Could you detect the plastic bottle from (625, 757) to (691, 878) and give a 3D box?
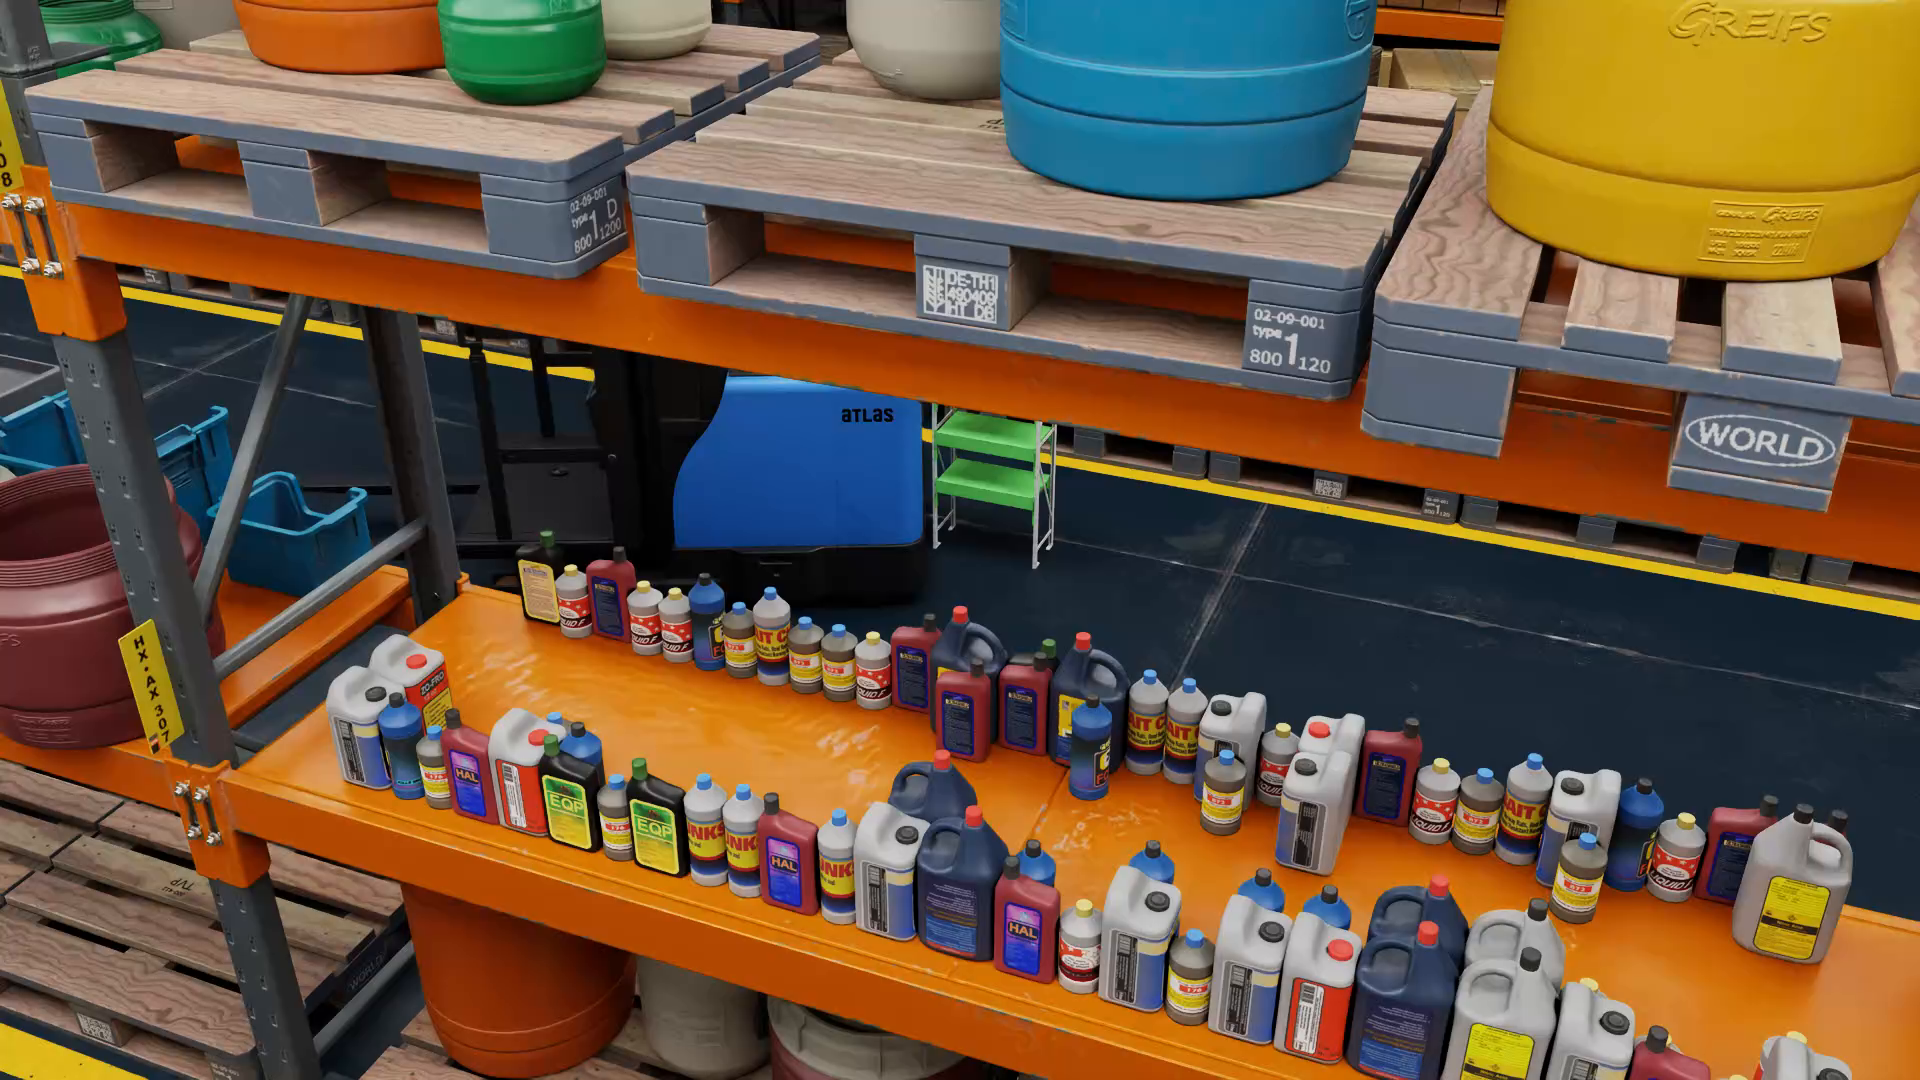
[{"bbox_3d":[-0.675,0.619,3.725,0.133,0.283,0.061,11,31,19],"label":"plastic bottle"}]

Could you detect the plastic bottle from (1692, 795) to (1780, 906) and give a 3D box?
[{"bbox_3d":[1.700,0.671,3.634,0.133,0.283,0.061,11,31,19],"label":"plastic bottle"}]

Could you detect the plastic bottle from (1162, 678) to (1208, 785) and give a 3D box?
[{"bbox_3d":[0.547,0.456,4.026,0.097,0.271,0.097,0,29,0],"label":"plastic bottle"}]

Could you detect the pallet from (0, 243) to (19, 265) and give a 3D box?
[{"bbox_3d":[-6.527,-2.235,11.489,1.213,0.211,1.003,11,31,19],"label":"pallet"}]

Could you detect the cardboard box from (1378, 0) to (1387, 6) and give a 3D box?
[{"bbox_3d":[2.963,-3.954,11.933,0.250,0.149,0.380,11,31,19],"label":"cardboard box"}]

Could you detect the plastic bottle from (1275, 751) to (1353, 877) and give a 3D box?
[{"bbox_3d":[0.802,0.600,3.767,0.135,0.276,0.152,11,31,19],"label":"plastic bottle"}]

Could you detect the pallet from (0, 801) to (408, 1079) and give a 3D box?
[{"bbox_3d":[-2.407,1.220,5.377,1.213,0.211,1.003,11,31,19],"label":"pallet"}]

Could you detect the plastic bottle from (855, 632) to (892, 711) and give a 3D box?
[{"bbox_3d":[-0.223,0.332,4.316,0.097,0.201,0.097,0,29,0],"label":"plastic bottle"}]

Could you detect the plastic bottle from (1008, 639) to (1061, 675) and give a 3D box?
[{"bbox_3d":[0.185,0.368,4.168,0.133,0.283,0.061,11,31,19],"label":"plastic bottle"}]

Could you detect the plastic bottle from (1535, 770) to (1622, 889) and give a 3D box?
[{"bbox_3d":[1.378,0.634,3.706,0.135,0.276,0.152,11,31,19],"label":"plastic bottle"}]

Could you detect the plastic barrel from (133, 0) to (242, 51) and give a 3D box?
[{"bbox_3d":[-1.876,-1.385,3.989,0.421,0.512,0.421,0,29,0],"label":"plastic barrel"}]

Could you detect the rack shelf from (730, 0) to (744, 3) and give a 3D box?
[{"bbox_3d":[0.168,-4.407,13.230,4.000,0.370,1.077,11,31,19],"label":"rack shelf"}]

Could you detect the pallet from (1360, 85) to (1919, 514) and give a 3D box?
[{"bbox_3d":[1.240,-0.417,2.583,1.003,0.211,1.213,11,31,19],"label":"pallet"}]

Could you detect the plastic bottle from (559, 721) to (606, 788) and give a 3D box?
[{"bbox_3d":[-0.876,0.542,3.873,0.097,0.271,0.097,0,29,0],"label":"plastic bottle"}]

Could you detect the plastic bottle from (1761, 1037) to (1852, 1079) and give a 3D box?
[{"bbox_3d":[1.516,1.035,2.996,0.135,0.276,0.152,11,31,19],"label":"plastic bottle"}]

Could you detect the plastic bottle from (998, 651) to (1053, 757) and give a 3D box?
[{"bbox_3d":[0.163,0.396,4.119,0.133,0.283,0.061,11,31,19],"label":"plastic bottle"}]

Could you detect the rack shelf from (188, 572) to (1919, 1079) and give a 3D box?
[{"bbox_3d":[0.149,0.850,3.929,4.000,0.370,1.077,11,31,19],"label":"rack shelf"}]

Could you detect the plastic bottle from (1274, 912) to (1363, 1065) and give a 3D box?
[{"bbox_3d":[0.710,0.875,3.280,0.135,0.276,0.152,11,31,19],"label":"plastic bottle"}]

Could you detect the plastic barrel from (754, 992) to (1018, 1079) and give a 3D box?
[{"bbox_3d":[-0.198,1.326,4.380,0.708,0.588,0.600,11,31,19],"label":"plastic barrel"}]

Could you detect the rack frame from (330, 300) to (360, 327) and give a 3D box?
[{"bbox_3d":[-3.545,-2.831,9.710,0.127,3.000,1.000,11,31,19],"label":"rack frame"}]

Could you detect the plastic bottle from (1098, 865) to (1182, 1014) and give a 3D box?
[{"bbox_3d":[0.371,0.807,3.400,0.135,0.276,0.152,11,31,19],"label":"plastic bottle"}]

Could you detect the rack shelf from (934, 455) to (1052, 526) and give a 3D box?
[{"bbox_3d":[0.153,-0.227,7.550,0.480,0.148,0.258,11,31,19],"label":"rack shelf"}]

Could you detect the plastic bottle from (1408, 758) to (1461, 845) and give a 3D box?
[{"bbox_3d":[1.100,0.596,3.848,0.097,0.201,0.097,0,29,0],"label":"plastic bottle"}]

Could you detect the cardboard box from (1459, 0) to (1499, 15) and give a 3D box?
[{"bbox_3d":[3.664,-3.804,11.667,0.250,0.149,0.380,11,31,19],"label":"cardboard box"}]

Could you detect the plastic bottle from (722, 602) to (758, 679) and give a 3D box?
[{"bbox_3d":[-0.584,0.260,4.443,0.097,0.201,0.097,0,29,0],"label":"plastic bottle"}]

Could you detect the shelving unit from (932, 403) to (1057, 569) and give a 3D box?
[{"bbox_3d":[0.153,-0.492,7.401,0.503,1.200,0.258,11,31,19],"label":"shelving unit"}]

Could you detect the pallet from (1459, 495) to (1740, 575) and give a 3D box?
[{"bbox_3d":[3.101,-0.270,8.013,1.213,0.211,1.003,11,31,19],"label":"pallet"}]

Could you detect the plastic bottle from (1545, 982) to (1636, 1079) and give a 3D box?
[{"bbox_3d":[1.177,0.968,3.115,0.135,0.276,0.152,11,31,19],"label":"plastic bottle"}]

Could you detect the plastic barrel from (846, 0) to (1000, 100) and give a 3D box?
[{"bbox_3d":[-0.004,-1.122,3.073,0.433,0.535,0.433,0,29,0],"label":"plastic barrel"}]

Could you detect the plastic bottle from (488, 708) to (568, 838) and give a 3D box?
[{"bbox_3d":[-0.996,0.534,3.883,0.135,0.276,0.152,11,31,19],"label":"plastic bottle"}]

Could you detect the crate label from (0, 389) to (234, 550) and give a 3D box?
[{"bbox_3d":[-2.523,-0.156,4.941,0.616,0.435,0.502,11,31,19],"label":"crate label"}]

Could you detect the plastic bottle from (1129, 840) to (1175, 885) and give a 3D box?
[{"bbox_3d":[0.400,0.748,3.508,0.097,0.271,0.097,0,29,0],"label":"plastic bottle"}]

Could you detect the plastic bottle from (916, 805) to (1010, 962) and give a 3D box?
[{"bbox_3d":[0.007,0.704,3.507,0.185,0.351,0.144,11,31,19],"label":"plastic bottle"}]

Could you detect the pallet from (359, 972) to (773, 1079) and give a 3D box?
[{"bbox_3d":[-0.958,1.508,4.868,1.213,0.211,1.003,11,31,19],"label":"pallet"}]

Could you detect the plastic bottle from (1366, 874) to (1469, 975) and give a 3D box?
[{"bbox_3d":[0.911,0.808,3.323,0.185,0.351,0.144,11,31,19],"label":"plastic bottle"}]

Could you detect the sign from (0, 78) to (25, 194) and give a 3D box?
[{"bbox_3d":[-1.904,-0.841,3.248,0.005,0.325,0.100,11,31,19],"label":"sign"}]

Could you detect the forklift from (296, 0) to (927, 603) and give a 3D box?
[{"bbox_3d":[-1.674,-1.218,6.926,3.031,2.935,1.130,-1,29,-1],"label":"forklift"}]

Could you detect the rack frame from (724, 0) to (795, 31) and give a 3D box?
[{"bbox_3d":[-1.685,-5.090,13.707,0.127,3.000,1.000,11,31,19],"label":"rack frame"}]

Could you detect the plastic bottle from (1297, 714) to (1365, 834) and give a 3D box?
[{"bbox_3d":[0.859,0.530,3.889,0.135,0.276,0.152,11,31,19],"label":"plastic bottle"}]

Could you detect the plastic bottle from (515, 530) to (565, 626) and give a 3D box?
[{"bbox_3d":[-1.169,0.098,4.647,0.133,0.283,0.061,11,31,19],"label":"plastic bottle"}]

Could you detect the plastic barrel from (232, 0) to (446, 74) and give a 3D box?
[{"bbox_3d":[-1.179,-1.402,3.271,0.708,0.830,0.600,11,31,19],"label":"plastic barrel"}]

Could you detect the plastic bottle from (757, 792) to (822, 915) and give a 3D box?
[{"bbox_3d":[-0.371,0.680,3.618,0.133,0.283,0.061,11,31,19],"label":"plastic bottle"}]

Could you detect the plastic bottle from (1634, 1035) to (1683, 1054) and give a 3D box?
[{"bbox_3d":[1.298,1.007,3.123,0.097,0.201,0.097,0,29,0],"label":"plastic bottle"}]

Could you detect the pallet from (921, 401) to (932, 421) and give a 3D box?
[{"bbox_3d":[-0.586,-1.047,9.388,1.213,0.211,1.003,11,31,19],"label":"pallet"}]

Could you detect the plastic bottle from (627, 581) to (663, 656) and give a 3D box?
[{"bbox_3d":[-0.855,0.206,4.539,0.097,0.201,0.097,0,29,0],"label":"plastic bottle"}]

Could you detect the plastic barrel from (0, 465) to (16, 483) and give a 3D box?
[{"bbox_3d":[-2.737,0.025,4.543,0.421,0.512,0.421,0,29,0],"label":"plastic barrel"}]

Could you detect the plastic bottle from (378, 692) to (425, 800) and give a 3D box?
[{"bbox_3d":[-1.327,0.484,3.975,0.097,0.271,0.097,0,29,0],"label":"plastic bottle"}]

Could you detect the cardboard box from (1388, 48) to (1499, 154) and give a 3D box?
[{"bbox_3d":[2.208,-1.876,7.492,0.500,0.500,0.700,4,30,6],"label":"cardboard box"}]
